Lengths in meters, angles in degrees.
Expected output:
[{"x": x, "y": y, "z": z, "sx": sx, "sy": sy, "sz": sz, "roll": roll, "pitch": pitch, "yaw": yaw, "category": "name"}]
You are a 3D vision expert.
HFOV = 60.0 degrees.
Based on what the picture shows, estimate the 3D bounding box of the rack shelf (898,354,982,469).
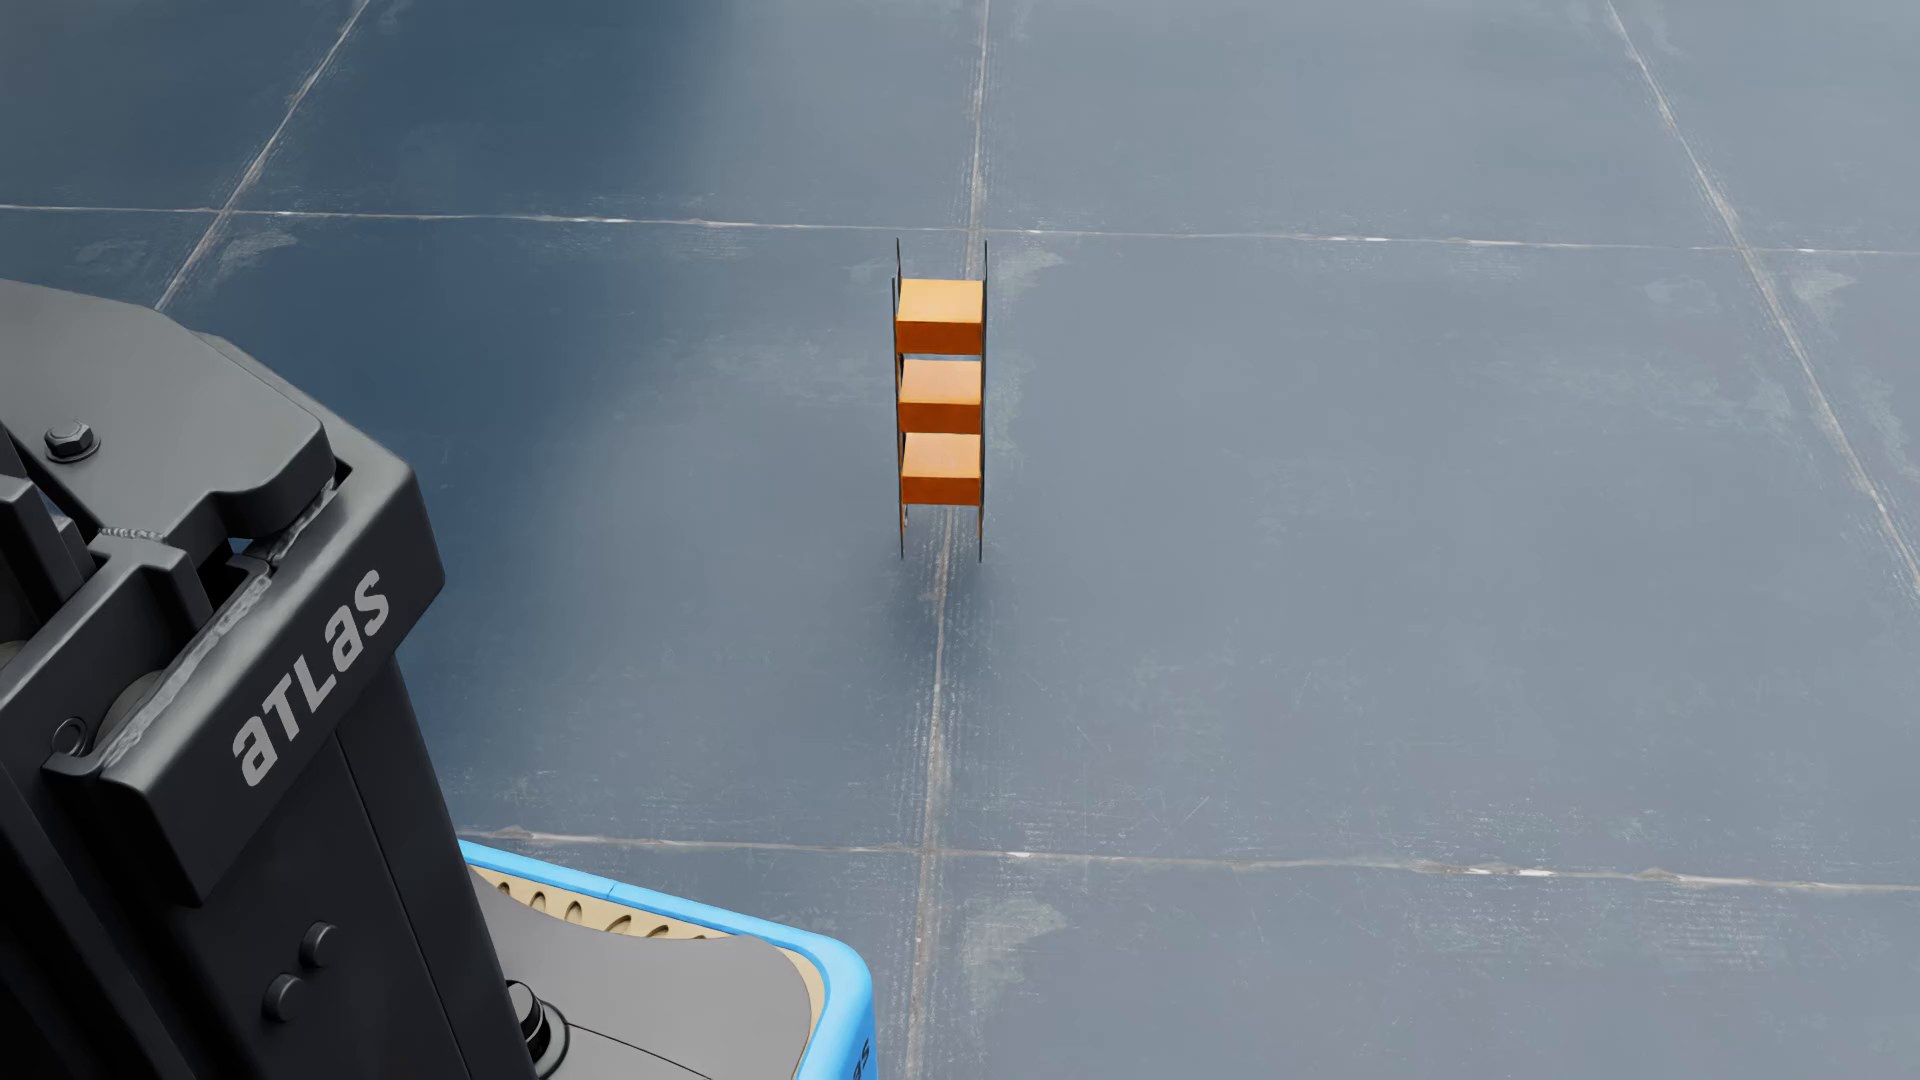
[{"x": -0.053, "y": -0.378, "z": 4.901, "sx": 0.240, "sy": 0.259, "sz": 0.215, "roll": 2, "pitch": 43, "yaw": 2, "category": "rack shelf"}]

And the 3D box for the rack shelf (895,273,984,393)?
[{"x": -0.053, "y": -0.586, "z": 4.708, "sx": 0.240, "sy": 0.259, "sz": 0.215, "roll": 2, "pitch": 43, "yaw": 2, "category": "rack shelf"}]

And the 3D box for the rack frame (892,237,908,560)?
[{"x": -0.175, "y": -0.390, "z": 4.898, "sx": 0.008, "sy": 1.050, "sz": 0.200, "roll": 2, "pitch": 43, "yaw": 2, "category": "rack frame"}]

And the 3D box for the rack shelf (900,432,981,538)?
[{"x": -0.053, "y": -0.175, "z": 5.091, "sx": 0.240, "sy": 0.259, "sz": 0.215, "roll": 2, "pitch": 43, "yaw": 2, "category": "rack shelf"}]

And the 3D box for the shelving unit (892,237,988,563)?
[{"x": -0.053, "y": -0.386, "z": 4.894, "sx": 0.252, "sy": 1.050, "sz": 0.215, "roll": 2, "pitch": 43, "yaw": 2, "category": "shelving unit"}]

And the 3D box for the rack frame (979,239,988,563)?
[{"x": 0.068, "y": -0.382, "z": 4.890, "sx": 0.008, "sy": 1.050, "sz": 0.200, "roll": 2, "pitch": 43, "yaw": 2, "category": "rack frame"}]
